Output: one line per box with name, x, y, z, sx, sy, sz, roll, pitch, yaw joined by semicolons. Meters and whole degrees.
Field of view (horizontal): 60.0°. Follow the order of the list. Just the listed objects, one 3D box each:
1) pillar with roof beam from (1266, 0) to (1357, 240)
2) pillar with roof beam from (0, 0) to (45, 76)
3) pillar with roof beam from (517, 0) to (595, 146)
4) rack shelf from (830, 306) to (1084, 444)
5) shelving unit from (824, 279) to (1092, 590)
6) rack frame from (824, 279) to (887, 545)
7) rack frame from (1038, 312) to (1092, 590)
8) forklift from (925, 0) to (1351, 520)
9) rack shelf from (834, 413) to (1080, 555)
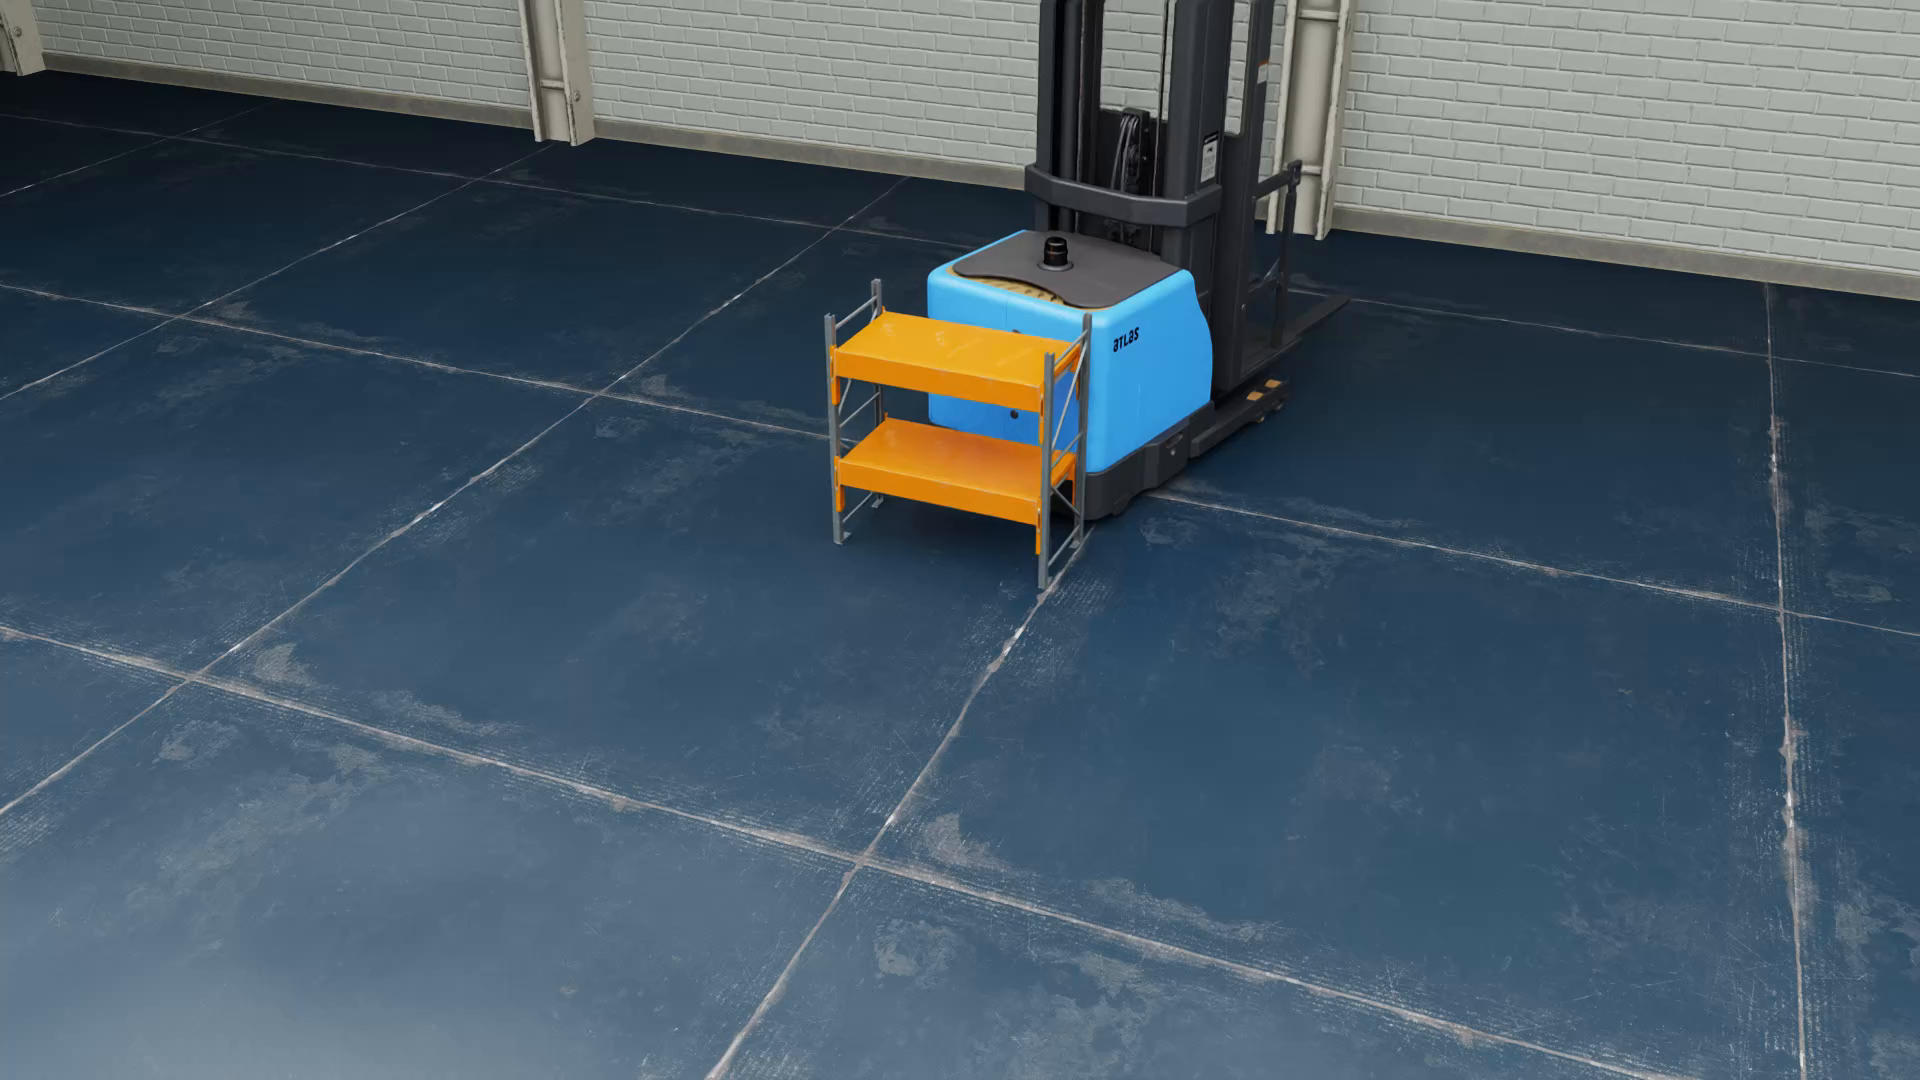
pillar with roof beam;0.737;-4.111;5.878;0.400;9.000;9.100;11;31;19
pillar with roof beam;-10.382;-6.331;9.806;0.400;9.000;9.100;11;31;19
pillar with roof beam;-4.822;-5.221;7.842;0.400;9.000;9.100;11;31;19
rack shelf;-0.006;-0.738;7.318;1.000;0.278;0.538;12;32;21
shelving unit;-0.006;-0.483;7.462;1.048;1.125;0.538;12;32;21
rack frame;-0.471;-0.584;7.640;0.032;1.125;0.500;12;32;21
rack frame;0.460;-0.382;7.283;0.032;1.125;0.500;12;32;21
forklift;1.127;-2.032;8.367;1.130;2.935;3.031;21;36;32
rack shelf;-0.006;-0.270;7.582;1.000;0.278;0.538;12;32;21
